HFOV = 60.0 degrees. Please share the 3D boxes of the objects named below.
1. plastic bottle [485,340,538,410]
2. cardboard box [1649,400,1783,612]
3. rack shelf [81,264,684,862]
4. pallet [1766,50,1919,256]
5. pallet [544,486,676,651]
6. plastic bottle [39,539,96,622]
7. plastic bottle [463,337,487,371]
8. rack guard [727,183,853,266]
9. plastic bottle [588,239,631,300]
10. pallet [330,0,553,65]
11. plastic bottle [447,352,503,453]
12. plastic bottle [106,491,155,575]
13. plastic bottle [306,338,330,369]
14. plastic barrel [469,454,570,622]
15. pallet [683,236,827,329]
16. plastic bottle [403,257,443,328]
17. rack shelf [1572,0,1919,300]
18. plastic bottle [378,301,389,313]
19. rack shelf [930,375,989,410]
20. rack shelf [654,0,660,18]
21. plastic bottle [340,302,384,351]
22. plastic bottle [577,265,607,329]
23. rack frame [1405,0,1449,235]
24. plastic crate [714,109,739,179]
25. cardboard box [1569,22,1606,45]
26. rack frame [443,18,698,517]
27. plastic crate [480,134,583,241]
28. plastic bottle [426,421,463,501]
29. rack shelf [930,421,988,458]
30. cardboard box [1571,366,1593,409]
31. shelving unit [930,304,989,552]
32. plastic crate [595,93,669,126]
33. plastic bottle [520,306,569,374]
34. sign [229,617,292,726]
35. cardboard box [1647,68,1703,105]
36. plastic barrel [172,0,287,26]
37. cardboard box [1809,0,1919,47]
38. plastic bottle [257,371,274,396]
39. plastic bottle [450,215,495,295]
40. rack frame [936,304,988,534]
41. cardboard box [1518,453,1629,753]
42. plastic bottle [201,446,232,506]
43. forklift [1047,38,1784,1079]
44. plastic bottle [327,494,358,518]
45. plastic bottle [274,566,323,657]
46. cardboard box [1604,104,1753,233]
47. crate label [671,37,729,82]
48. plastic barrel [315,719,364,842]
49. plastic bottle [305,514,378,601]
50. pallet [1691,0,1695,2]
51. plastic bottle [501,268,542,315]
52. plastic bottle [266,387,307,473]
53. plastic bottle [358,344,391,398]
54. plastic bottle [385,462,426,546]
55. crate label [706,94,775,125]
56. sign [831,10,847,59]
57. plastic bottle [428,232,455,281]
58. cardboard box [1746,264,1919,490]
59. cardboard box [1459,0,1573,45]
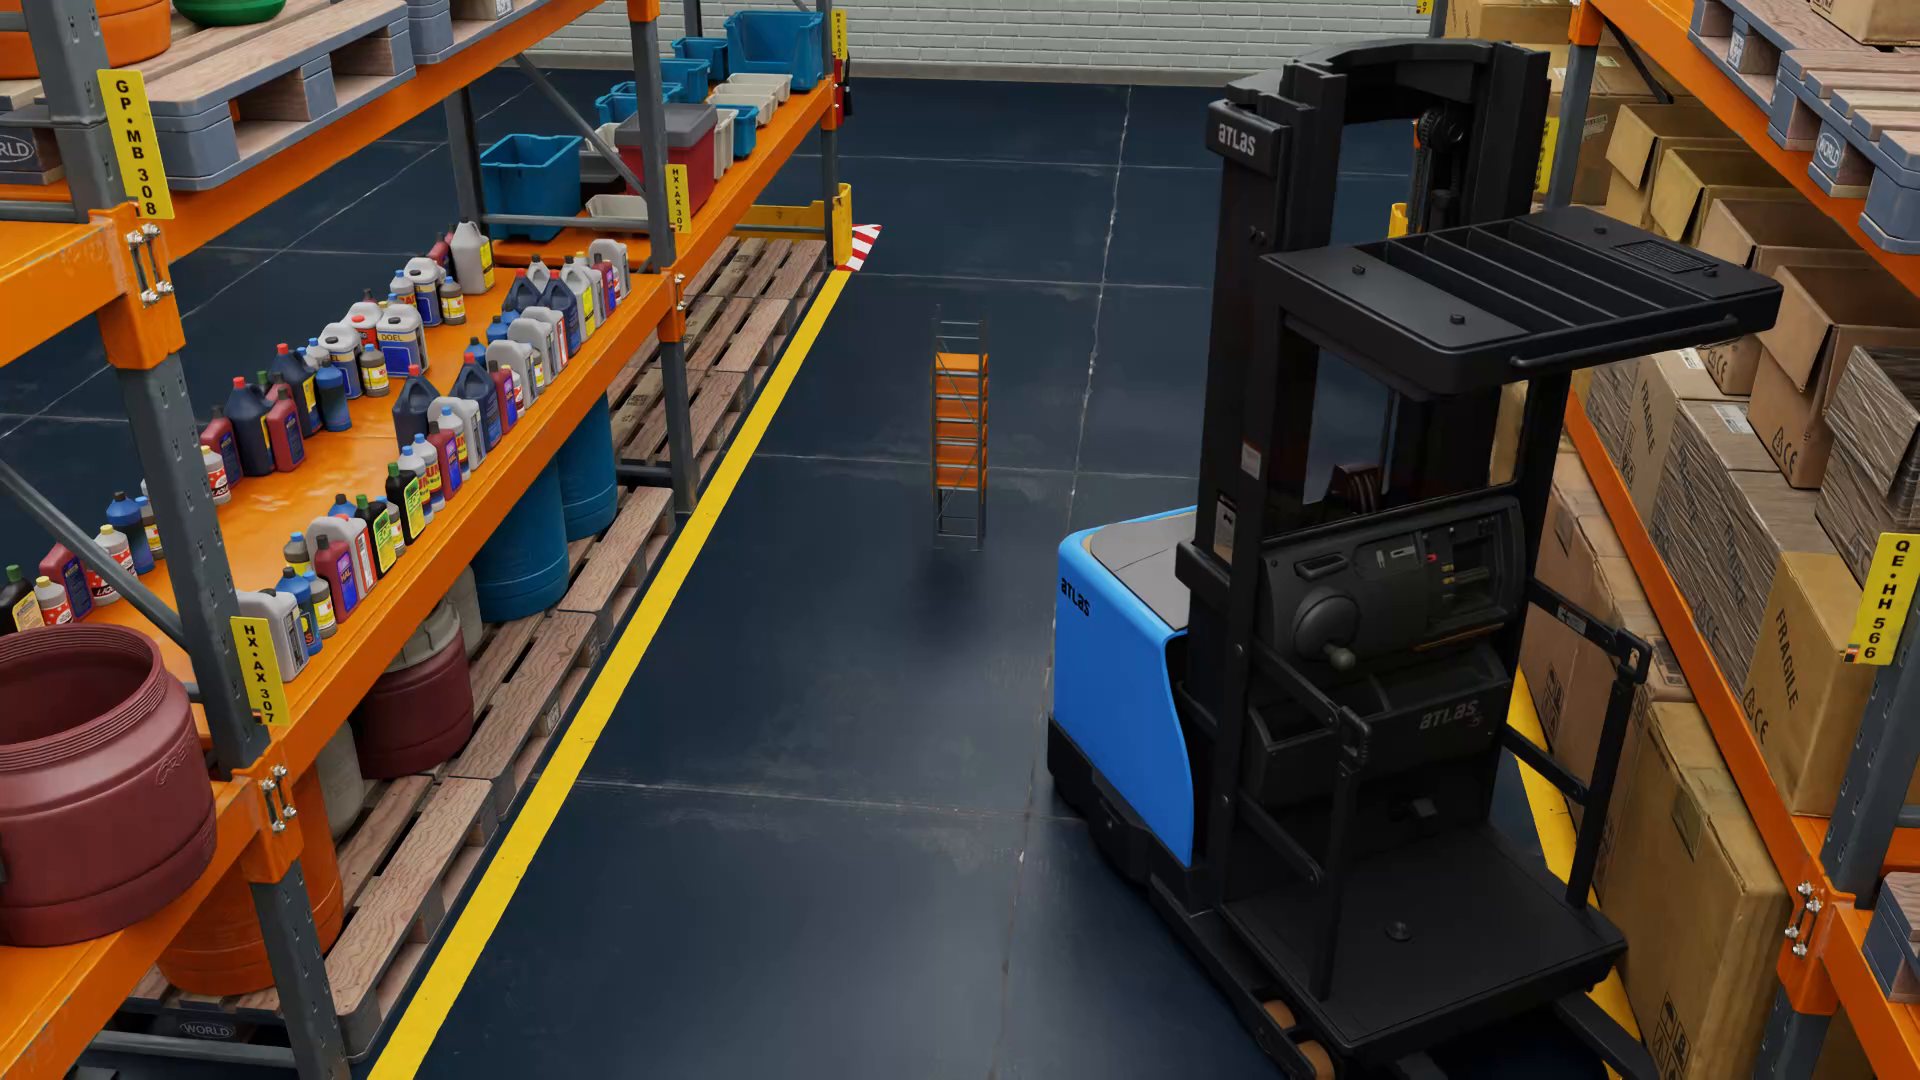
[{"bbox_3d":[-1.736,-0.658,6.440,0.152,0.276,0.135,3,28,6],"label":"plastic bottle"},{"bbox_3d":[2.510,-0.098,5.163,0.500,0.500,0.500,2,28,5],"label":"cardboard box"},{"bbox_3d":[-2.102,-0.241,6.293,1.077,0.370,4.000,3,28,6],"label":"rack shelf"},{"bbox_3d":[2.595,-0.872,3.742,1.213,0.211,1.003,5,29,9],"label":"pallet"},{"bbox_3d":[-1.993,0.090,7.861,1.003,0.211,1.213,3,28,6],"label":"pallet"},{"bbox_3d":[-2.693,0.112,5.003,0.061,0.283,0.133,3,28,6],"label":"plastic bottle"},{"bbox_3d":[-1.862,-0.654,6.438,0.097,0.271,0.097,0,28,0],"label":"plastic bottle"},{"bbox_3d":[-1.377,-2.293,11.980,1.175,0.500,0.348,3,28,6],"label":"rack guard"},{"bbox_3d":[-1.585,-1.240,7.520,0.152,0.276,0.135,3,28,6],"label":"plastic bottle"},{"bbox_3d":[-1.992,-1.828,5.516,1.003,0.211,1.213,3,28,6],"label":"pallet"},{"bbox_3d":[-1.780,-0.507,6.080,0.144,0.351,0.185,3,28,6],"label":"plastic bottle"},{"bbox_3d":[-2.637,-0.028,5.275,0.097,0.271,0.097,0,28,0],"label":"plastic bottle"},{"bbox_3d":[-2.475,-0.648,6.427,0.097,0.271,0.097,0,28,0],"label":"plastic bottle"},{"bbox_3d":[-2.027,-0.172,7.175,0.600,0.901,0.708,3,28,6],"label":"plastic barrel"},{"bbox_3d":[-1.507,-1.768,11.309,1.003,0.211,1.213,3,28,6],"label":"pallet"},{"bbox_3d":[-2.337,-1.076,7.216,0.152,0.276,0.135,3,28,6],"label":"plastic bottle"},{"bbox_3d":[2.813,-1.273,5.047,1.077,0.370,4.000,3,28,6],"label":"rack shelf"},{"bbox_3d":[-2.402,-0.899,6.965,0.097,0.201,0.097,0,28,0],"label":"plastic bottle"},{"bbox_3d":[-0.002,-0.694,7.860,0.258,0.103,0.180,3,28,6],"label":"rack shelf"},{"bbox_3d":[-1.612,-3.444,9.076,1.077,0.370,4.000,3,28,6],"label":"rack shelf"},{"bbox_3d":[-2.405,-0.813,6.727,0.152,0.276,0.135,3,28,6],"label":"plastic bottle"},{"bbox_3d":[-1.629,-1.068,7.200,0.152,0.276,0.135,3,28,6],"label":"plastic bottle"},{"bbox_3d":[3.549,-3.094,10.830,1.000,3.000,0.127,3,28,6],"label":"rack frame"},{"bbox_3d":[-1.487,-2.181,9.198,0.437,0.282,0.530,3,28,6],"label":"plastic crate"},{"bbox_3d":[3.750,-3.244,10.163,0.500,0.500,0.500,4,29,7],"label":"cardboard box"},{"bbox_3d":[-1.857,-1.499,7.869,1.000,3.000,0.127,3,28,6],"label":"rack frame"},{"bbox_3d":[-2.138,-1.758,8.304,0.392,0.384,0.575,3,28,6],"label":"plastic crate"},{"bbox_3d":[-1.787,-0.291,5.750,0.061,0.283,0.133,3,28,6],"label":"plastic bottle"},{"bbox_3d":[-0.002,-0.482,7.974,0.258,0.103,0.180,3,28,6],"label":"rack shelf"},{"bbox_3d":[2.693,-0.816,6.497,0.500,0.500,0.500,3,28,6],"label":"cardboard box"},{"bbox_3d":[-0.002,-0.521,7.953,0.258,1.200,0.189,3,28,6],"label":"shelving unit"},{"bbox_3d":[-1.922,-2.476,9.797,0.416,0.233,0.300,3,28,6],"label":"plastic crate"},{"bbox_3d":[-1.691,-0.831,6.760,0.152,0.276,0.135,3,28,6],"label":"plastic bottle"},{"bbox_3d":[-1.800,0.341,4.283,0.100,0.325,0.005,3,28,6],"label":"sign"},{"bbox_3d":[3.371,-1.817,7.513,0.500,0.500,0.500,3,28,6],"label":"cardboard box"},{"bbox_3d":[-1.989,-1.538,4.501,0.294,0.245,0.294,0,28,0],"label":"plastic barrel"},{"bbox_3d":[2.590,-1.580,4.310,0.500,0.500,0.500,5,29,9],"label":"cardboard box"},{"bbox_3d":[-2.542,-0.468,6.078,0.061,0.283,0.133,3,28,6],"label":"plastic bottle"},{"bbox_3d":[-2.227,-1.311,7.573,0.144,0.351,0.185,3,28,6],"label":"plastic bottle"},{"bbox_3d":[0.009,-0.564,8.033,0.240,1.200,0.006,3,28,6],"label":"rack frame"},{"bbox_3d":[2.891,0.263,6.397,1.225,0.875,0.875,2,28,4],"label":"cardboard box"},{"bbox_3d":[-2.577,-0.226,5.717,0.097,0.201,0.097,0,28,0],"label":"plastic bottle"},{"bbox_3d":[1.410,0.176,4.834,1.130,2.935,3.031,-12,31,-21],"label":"forklift"},{"bbox_3d":[-1.936,-0.019,5.257,0.097,0.271,0.097,0,28,0],"label":"plastic bottle"},{"bbox_3d":[-1.932,0.203,4.847,0.097,0.271,0.097,0,28,0],"label":"plastic bottle"},{"bbox_3d":[2.988,-1.395,6.515,0.797,0.503,0.637,3,28,5],"label":"cardboard box"},{"bbox_3d":[-1.724,-3.237,11.210,0.416,0.233,0.303,3,28,6],"label":"crate label"},{"bbox_3d":[-2.324,0.792,5.797,0.421,0.512,0.421,0,28,0],"label":"plastic barrel"},{"bbox_3d":[-1.917,0.036,5.151,0.152,0.276,0.135,3,28,6],"label":"plastic bottle"},{"bbox_3d":[2.995,-2.013,5.863,0.805,0.209,1.217,2,28,4],"label":"pallet"},{"bbox_3d":[-1.811,-0.947,6.897,0.144,0.351,0.185,3,28,6],"label":"plastic bottle"},{"bbox_3d":[-2.415,-0.396,5.946,0.061,0.283,0.133,3,28,6],"label":"plastic bottle"},{"bbox_3d":[-2.308,-0.672,6.544,0.097,0.201,0.097,0,28,0],"label":"plastic bottle"},{"bbox_3d":[-1.827,-0.136,5.463,0.061,0.283,0.133,3,28,6],"label":"plastic bottle"},{"bbox_3d":[-1.347,-2.630,10.183,0.396,0.136,0.243,3,28,6],"label":"crate label"},{"bbox_3d":[-0.819,-3.429,11.281,0.100,0.325,0.005,3,28,6],"label":"sign"},{"bbox_3d":[-2.342,-1.237,7.506,0.061,0.283,0.133,3,28,6],"label":"plastic bottle"},{"bbox_3d":[2.757,-0.464,4.785,0.797,0.503,0.637,4,29,7],"label":"cardboard box"},{"bbox_3d":[3.103,-2.799,9.337,0.500,0.500,0.500,3,28,5],"label":"cardboard box"}]
